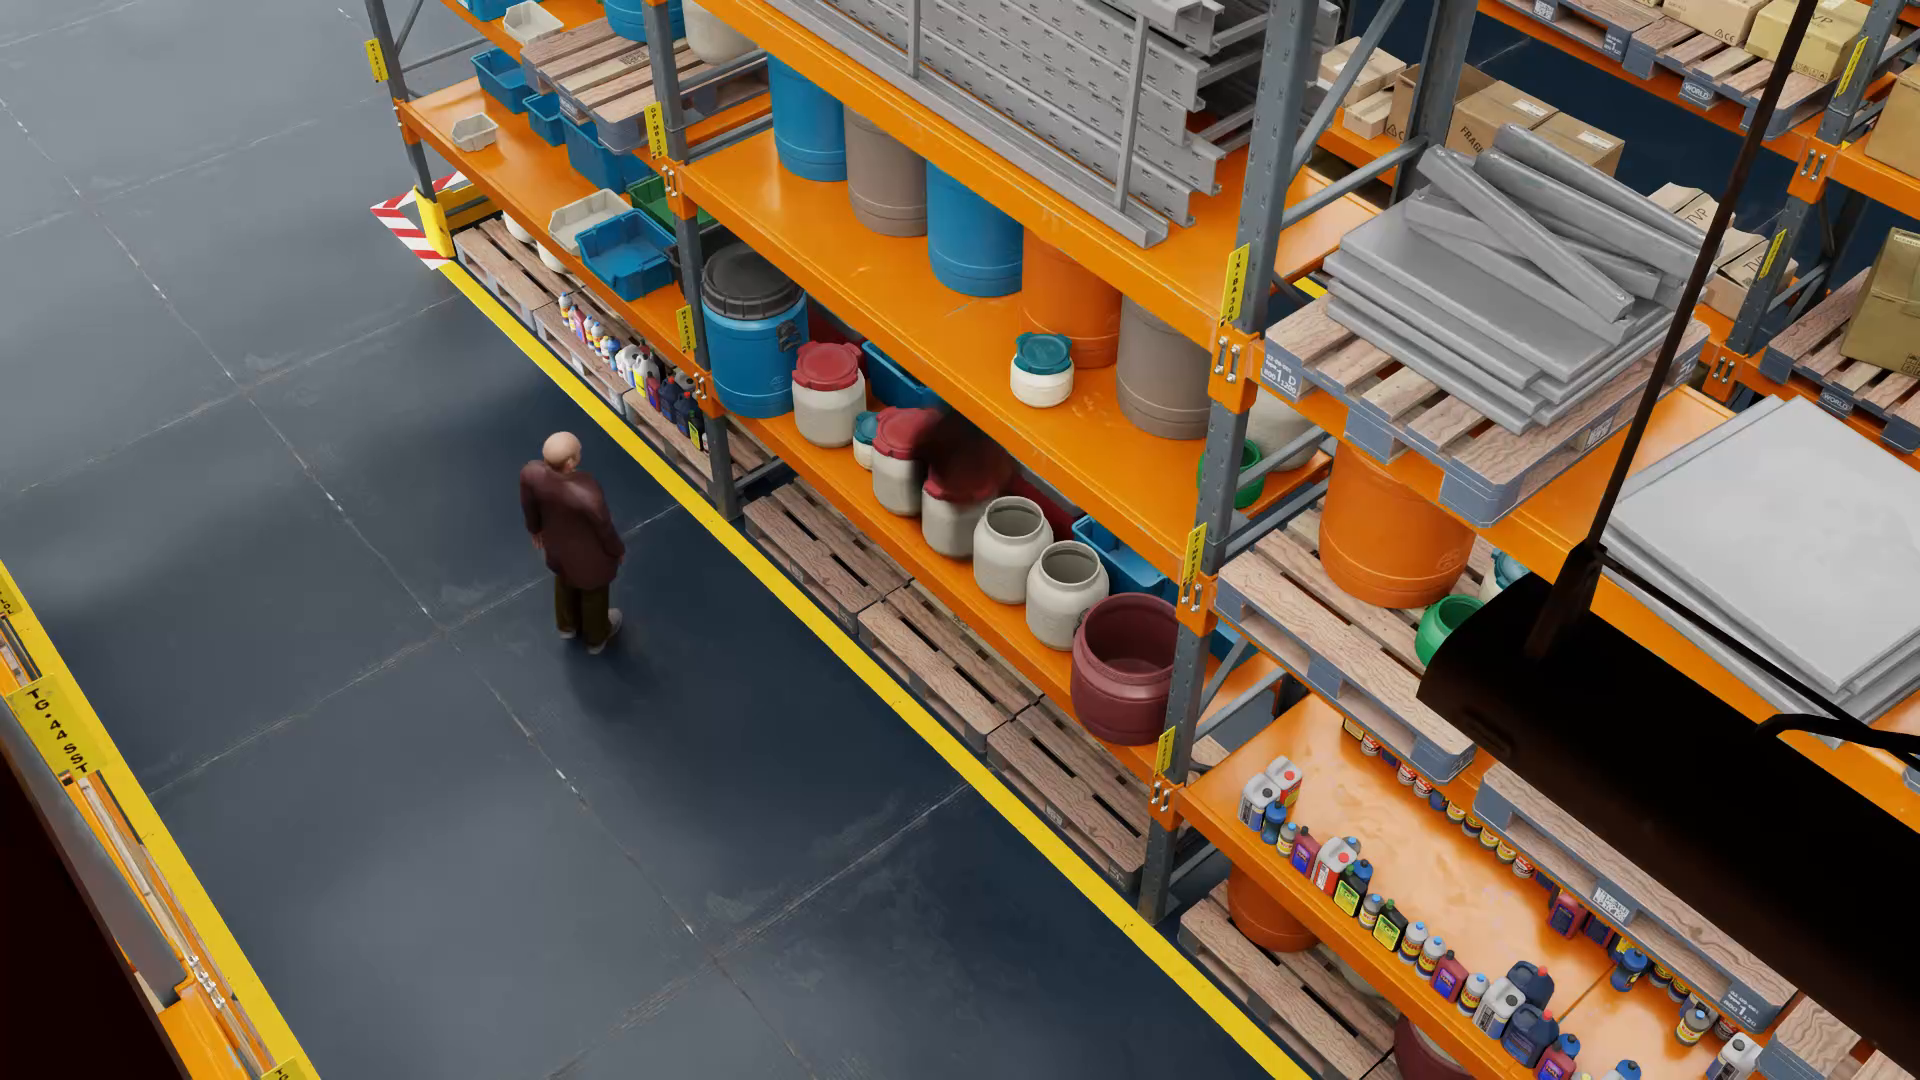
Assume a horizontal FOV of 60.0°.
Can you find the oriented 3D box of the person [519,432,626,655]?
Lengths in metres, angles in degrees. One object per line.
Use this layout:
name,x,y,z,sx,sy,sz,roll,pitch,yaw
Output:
person,-2.227,0.001,9.773,0.656,1.830,0.402,22,50,19
